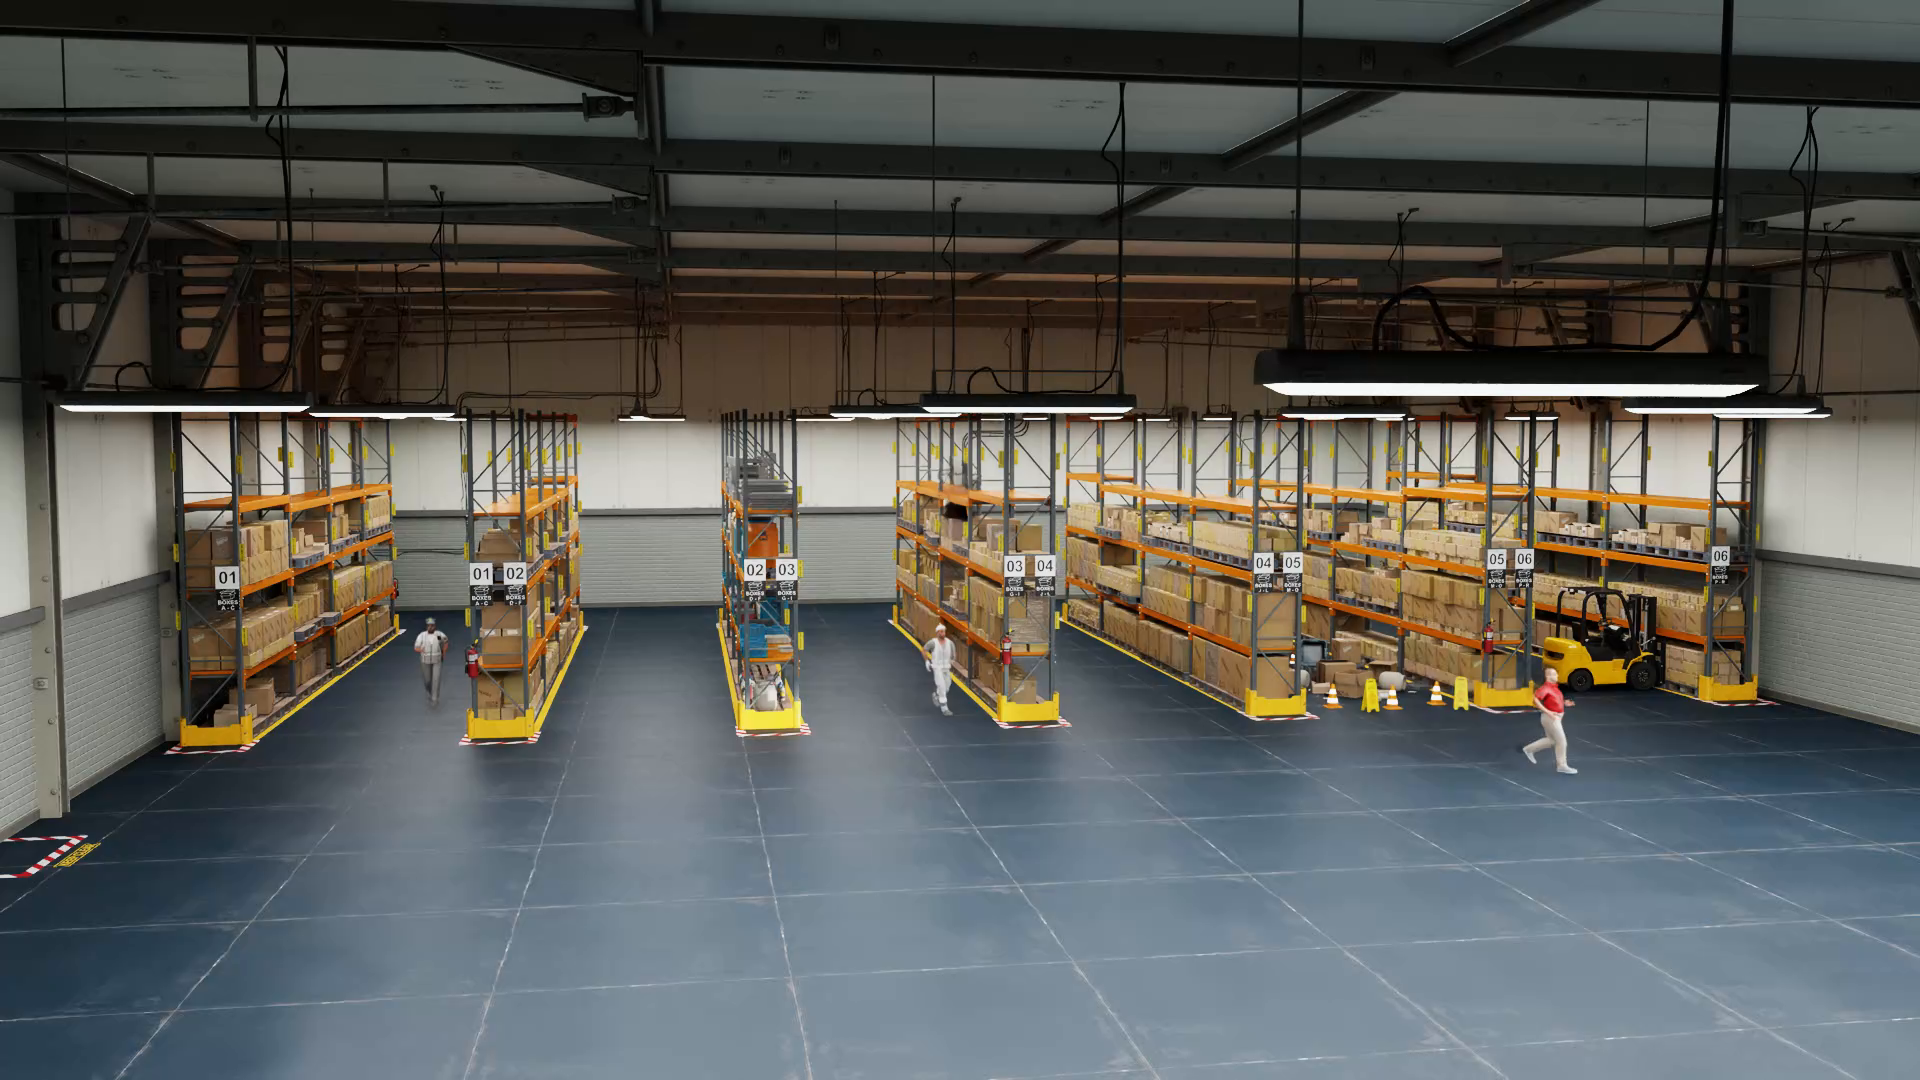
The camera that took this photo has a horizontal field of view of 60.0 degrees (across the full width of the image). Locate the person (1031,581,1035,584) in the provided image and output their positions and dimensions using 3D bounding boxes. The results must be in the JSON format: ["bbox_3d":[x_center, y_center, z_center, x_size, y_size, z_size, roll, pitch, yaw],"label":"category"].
[{"bbox_3d":[2.049,1.596,46.779,0.795,1.703,0.611,0,4,-2],"label":"person"}]

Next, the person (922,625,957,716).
[{"bbox_3d":[-0.386,2.539,32.769,0.660,1.769,0.907,-2,4,-27],"label":"person"}]

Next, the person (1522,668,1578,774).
[{"bbox_3d":[9.715,2.954,27.374,0.921,1.696,0.674,2,5,32],"label":"person"}]

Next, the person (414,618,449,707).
[{"bbox_3d":[-10.711,2.451,33.711,0.665,1.752,1.010,-1,4,-16],"label":"person"}]
